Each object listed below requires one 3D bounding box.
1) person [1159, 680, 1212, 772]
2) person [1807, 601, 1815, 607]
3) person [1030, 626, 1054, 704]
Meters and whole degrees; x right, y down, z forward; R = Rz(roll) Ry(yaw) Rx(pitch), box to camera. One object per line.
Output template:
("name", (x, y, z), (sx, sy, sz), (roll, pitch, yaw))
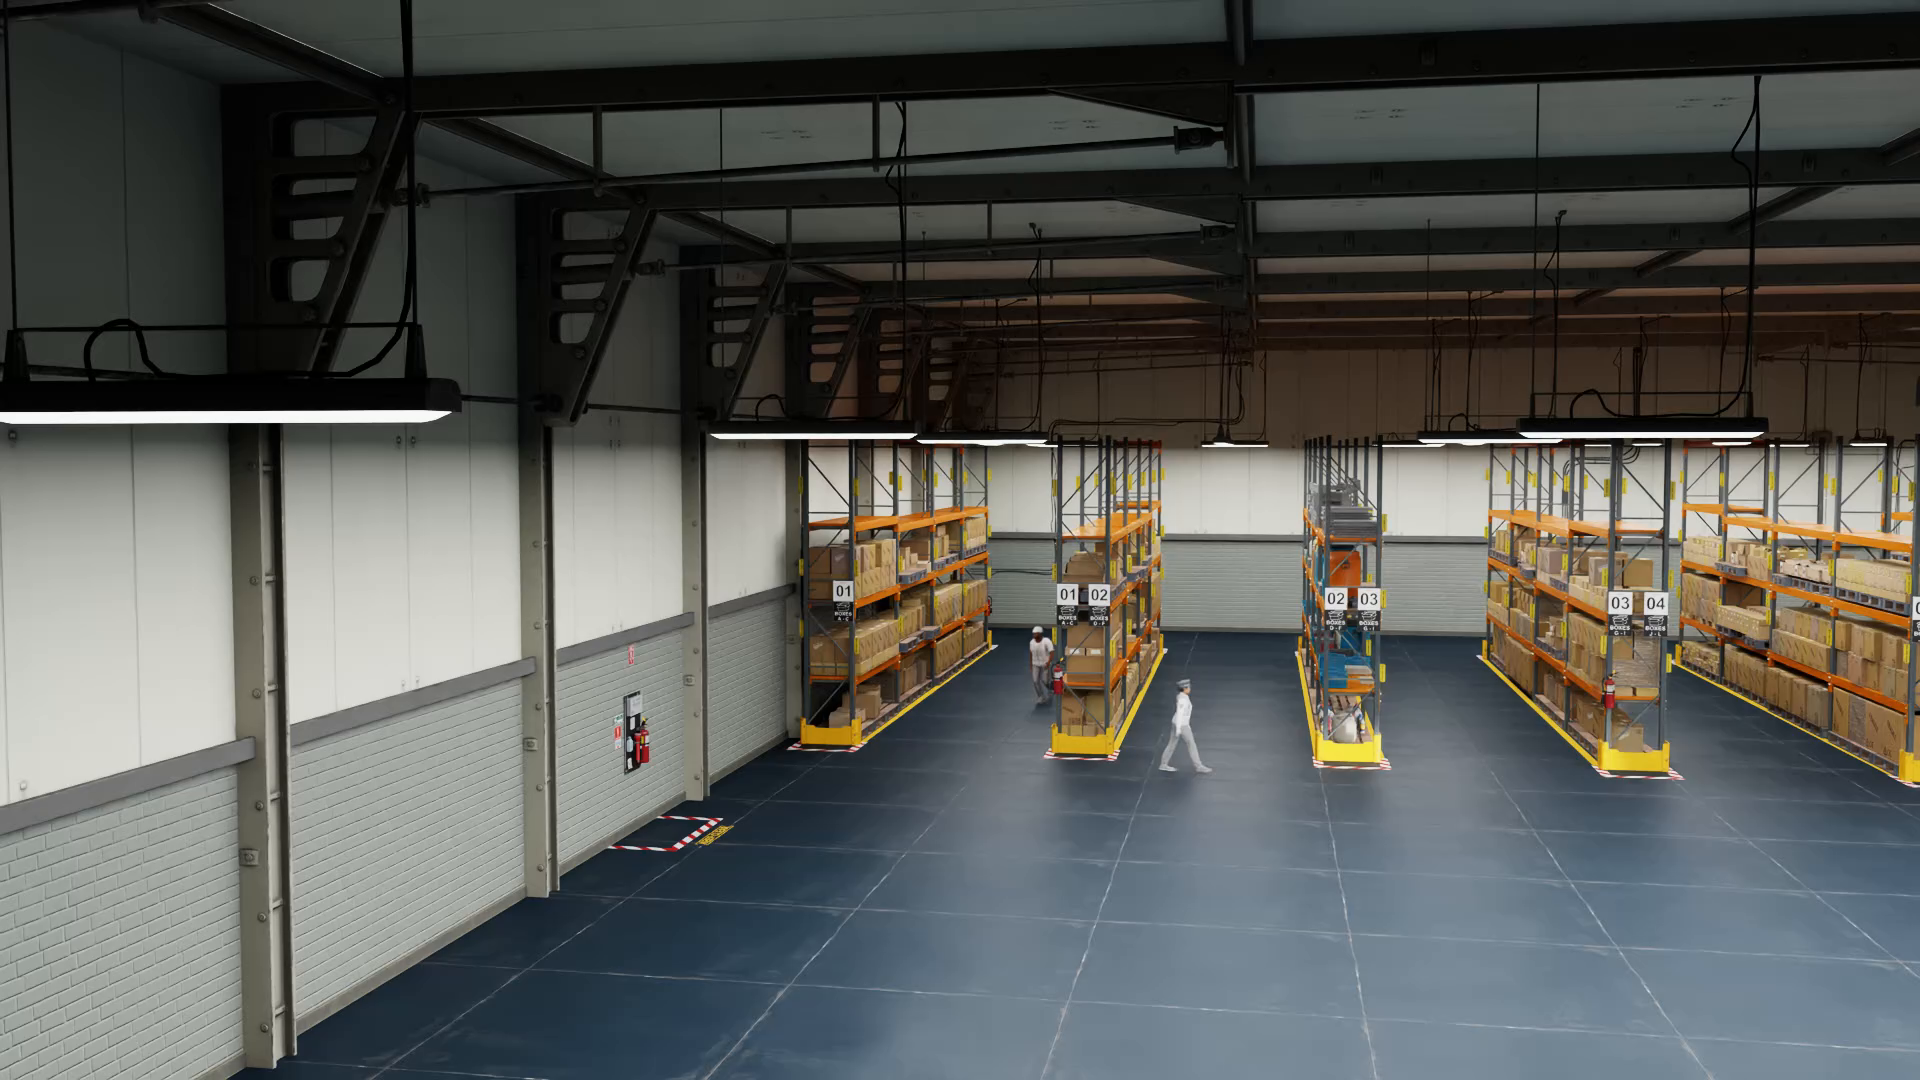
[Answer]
("person", (3.987, 3.285, 29.488), (0.899, 1.626, 0.520), (0, 3, -7))
("person", (23.077, 2.458, 44.969), (0.965, 1.642, 0.437), (1, 3, 10))
("person", (1.855, 2.820, 37.761), (0.624, 1.731, 0.647), (1, 3, 25))
